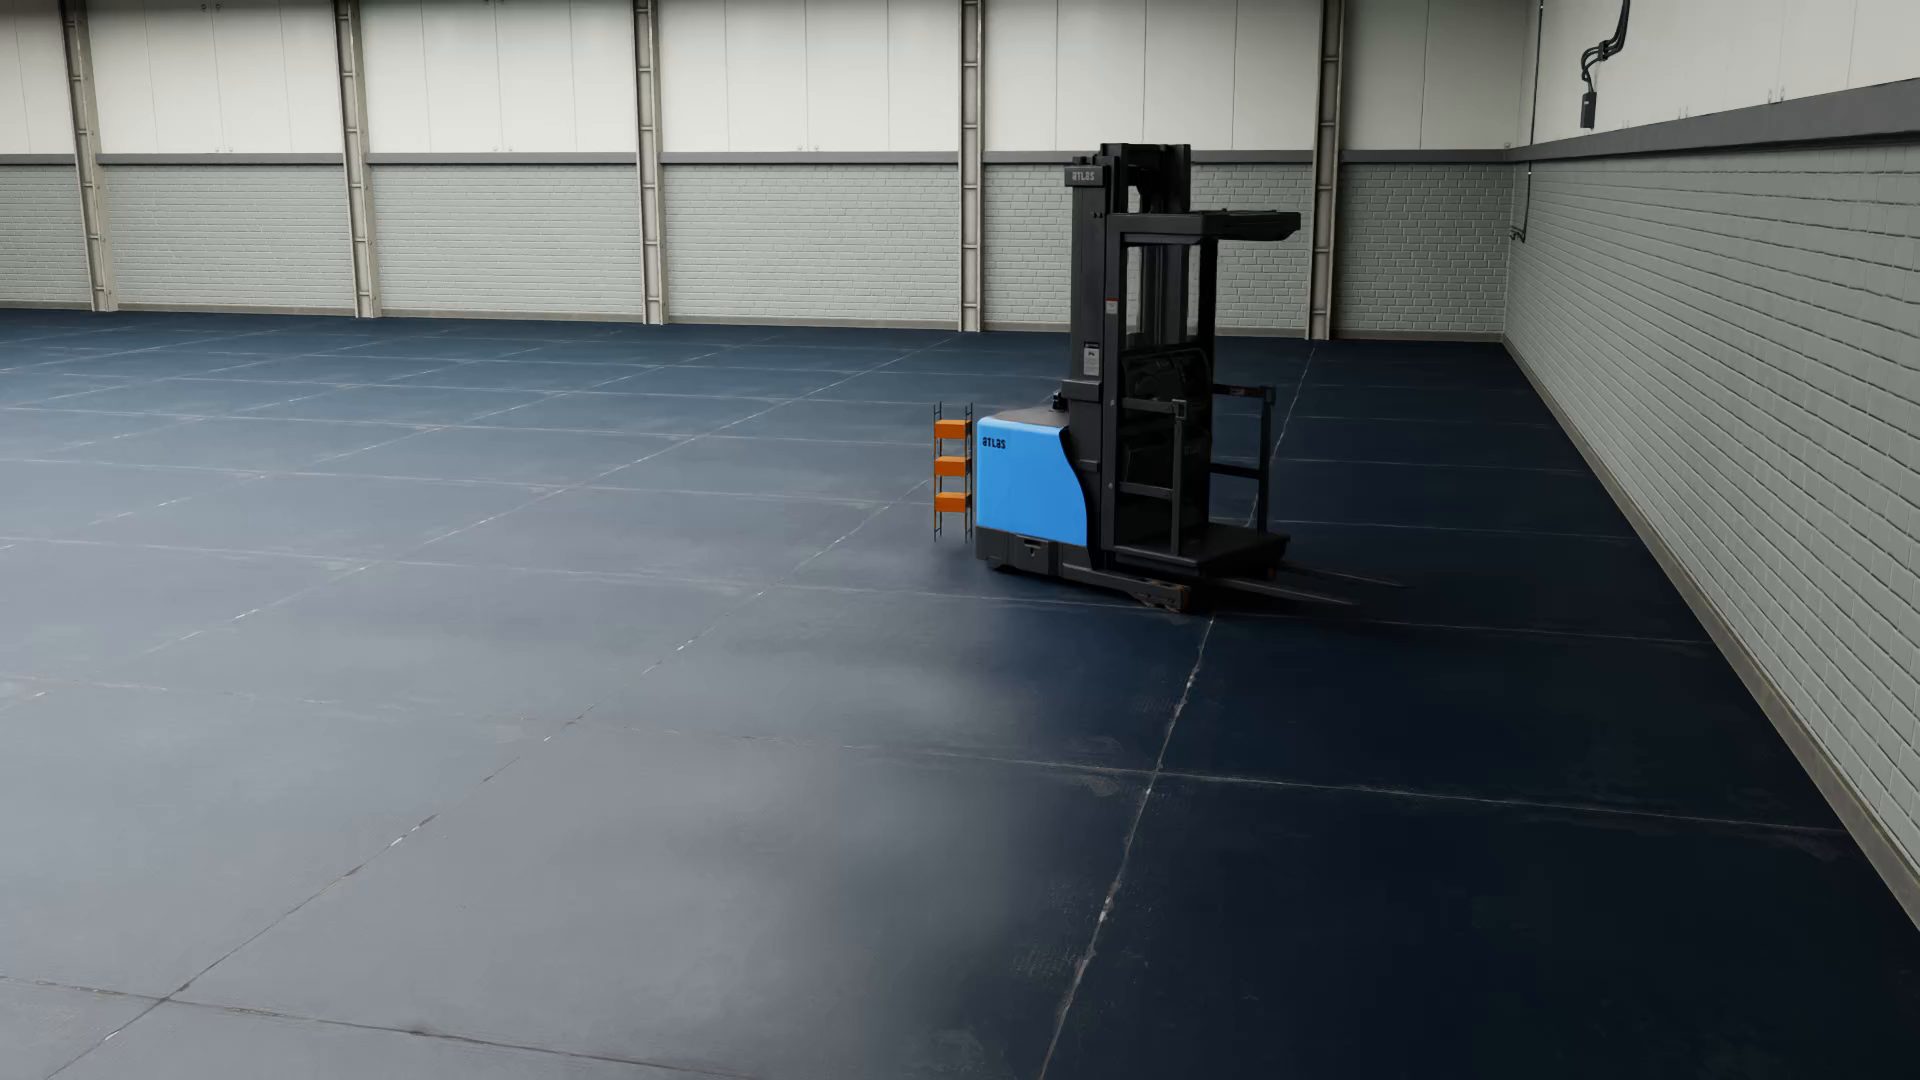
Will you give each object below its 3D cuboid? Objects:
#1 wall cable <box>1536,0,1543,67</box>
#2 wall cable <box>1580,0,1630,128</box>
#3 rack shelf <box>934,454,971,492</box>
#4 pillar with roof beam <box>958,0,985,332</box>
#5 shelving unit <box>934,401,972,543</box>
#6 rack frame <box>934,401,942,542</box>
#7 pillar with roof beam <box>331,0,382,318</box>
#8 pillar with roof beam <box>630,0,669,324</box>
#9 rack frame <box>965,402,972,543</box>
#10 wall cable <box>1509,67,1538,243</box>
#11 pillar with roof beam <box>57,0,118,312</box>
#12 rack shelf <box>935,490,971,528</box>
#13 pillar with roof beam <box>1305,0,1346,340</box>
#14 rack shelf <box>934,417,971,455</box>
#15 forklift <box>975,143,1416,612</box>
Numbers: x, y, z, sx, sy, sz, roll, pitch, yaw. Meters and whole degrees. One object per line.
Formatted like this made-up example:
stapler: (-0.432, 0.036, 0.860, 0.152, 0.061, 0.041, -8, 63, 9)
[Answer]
wall cable: (7.919, -7.733, 22.323, 0.112, 2.526, 3.097, 3, 13, 14)
wall cable: (6.277, -7.017, 15.735, 0.169, 6.003, 2.305, 3, 13, 14)
rack shelf: (-0.052, -0.505, 12.635, 0.240, 0.259, 0.215, 3, 13, 14)
pillar with roof beam: (-0.833, -7.190, 24.363, 0.400, 9.000, 9.100, 3, 13, 14)
shelving unit: (-0.052, -0.515, 12.633, 0.252, 1.050, 0.215, 3, 13, 14)
rack frame: (-0.170, -0.522, 12.661, 0.008, 1.050, 0.200, 3, 13, 14)
pillar with roof beam: (-12.483, -7.812, 27.170, 0.400, 9.000, 9.100, 3, 13, 14)
pillar with roof beam: (-6.658, -7.501, 25.767, 0.400, 9.000, 9.100, 3, 13, 14)
rack frame: (0.067, -0.509, 12.604, 0.008, 1.050, 0.200, 3, 13, 14)
wall cable: (8.567, -5.837, 25.434, 0.112, 2.526, 3.097, 3, 13, 14)
pillar with roof beam: (-18.308, -8.124, 28.574, 0.400, 9.000, 9.100, 3, 13, 14)
rack shelf: (-0.052, -0.234, 12.695, 0.240, 0.259, 0.215, 3, 13, 14)
pillar with roof beam: (4.993, -6.878, 22.960, 0.400, 9.000, 9.100, 3, 13, 14)
rack shelf: (-0.052, -0.782, 12.573, 0.240, 0.259, 0.215, 3, 13, 14)
forklift: (1.524, -1.098, 10.916, 3.031, 2.935, 1.130, 11, 17, 42)
